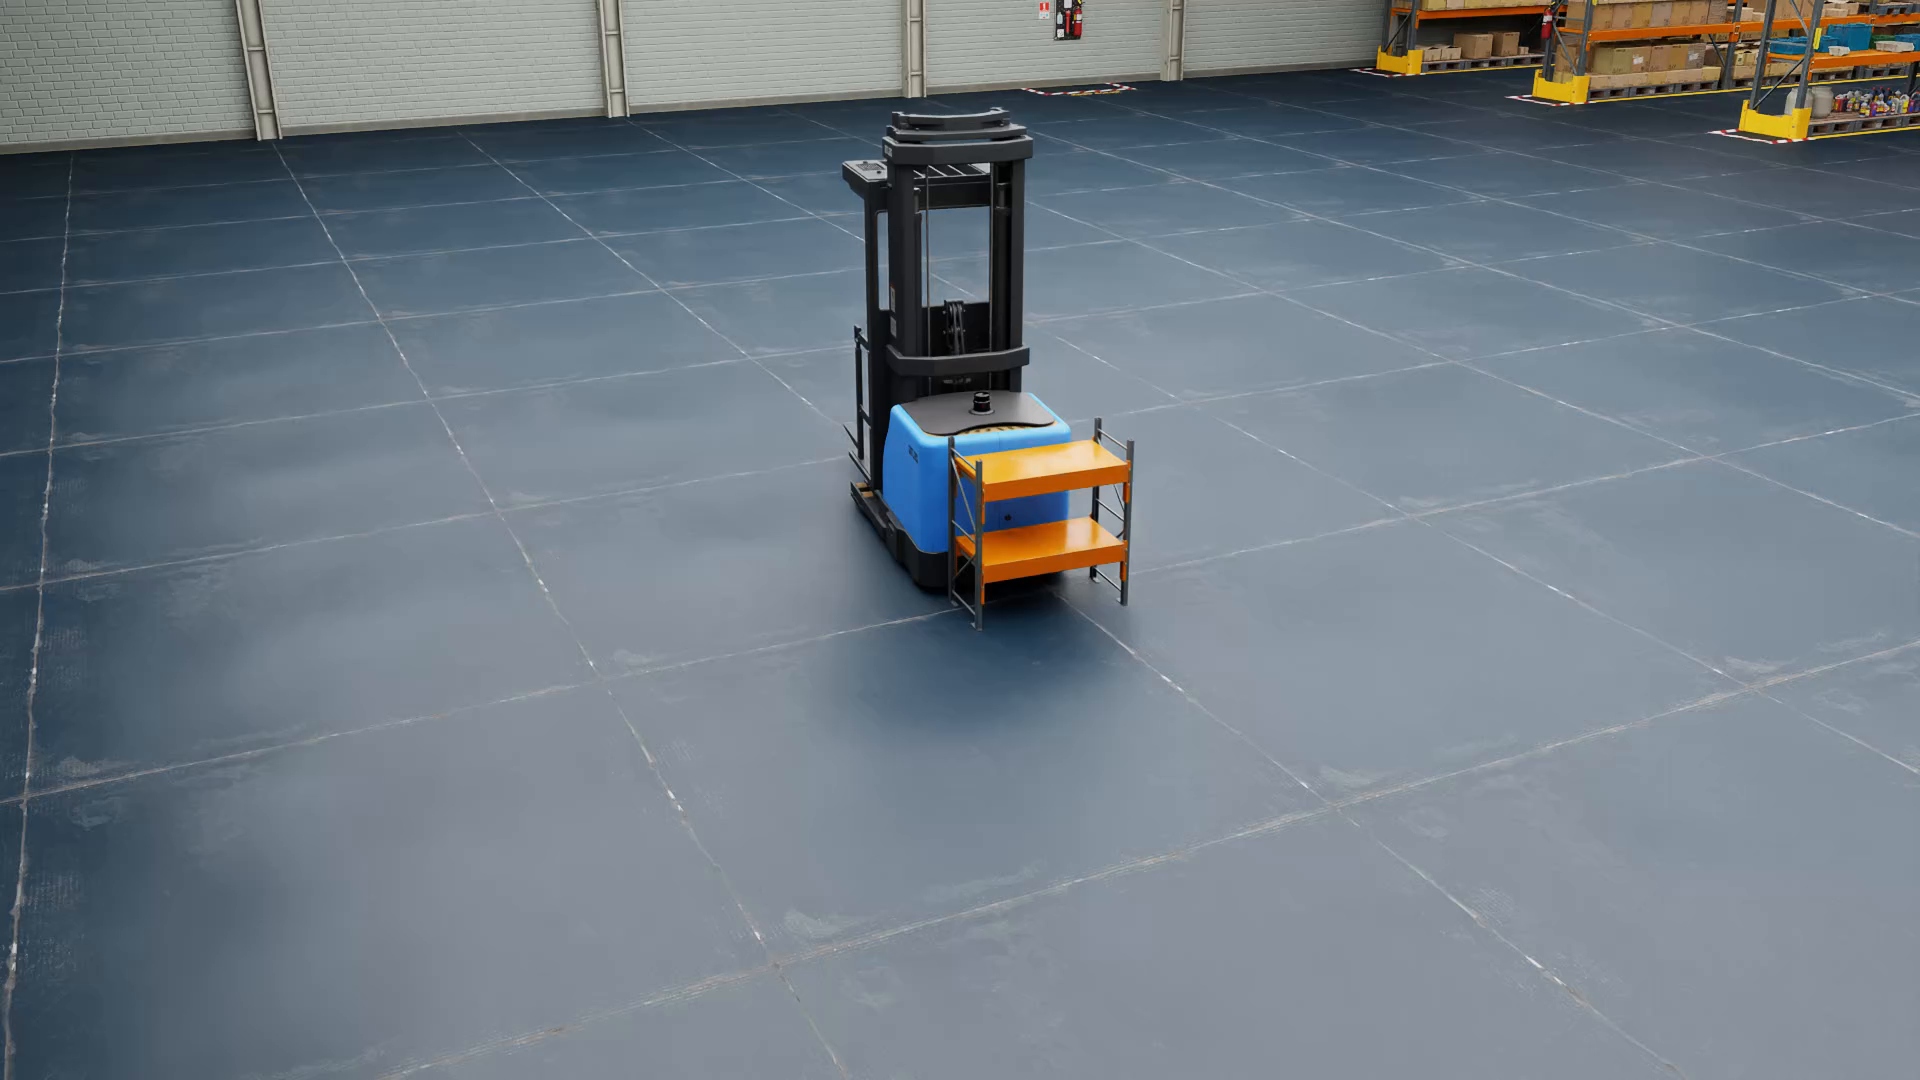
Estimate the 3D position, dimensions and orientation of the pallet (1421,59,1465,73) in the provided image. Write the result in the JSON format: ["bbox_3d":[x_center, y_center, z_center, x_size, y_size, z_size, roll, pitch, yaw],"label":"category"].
[{"bbox_3d":[10.464,-10.618,37.126,1.213,0.211,1.003,-10,25,-24],"label":"pallet"}]

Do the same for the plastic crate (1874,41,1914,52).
[{"bbox_3d":[16.196,-8.542,28.810,0.437,0.136,0.530,-10,25,-24],"label":"plastic crate"}]

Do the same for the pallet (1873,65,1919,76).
[{"bbox_3d":[20.795,-10.415,36.636,1.213,0.211,1.003,-10,25,-24],"label":"pallet"}]

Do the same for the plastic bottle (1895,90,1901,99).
[{"bbox_3d":[17.072,-8.062,30.296,0.097,0.271,0.097,0,22,0],"label":"plastic bottle"}]

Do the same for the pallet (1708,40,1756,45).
[{"bbox_3d":[18.697,-12.116,40.744,1.213,0.211,1.003,-10,25,-24],"label":"pallet"}]

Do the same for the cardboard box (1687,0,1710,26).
[{"bbox_3d":[14.534,-10.609,33.327,0.500,0.500,0.700,-11,25,-24],"label":"cardboard box"}]

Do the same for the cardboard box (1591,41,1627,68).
[{"bbox_3d":[13.049,-9.698,33.321,0.500,0.500,0.500,-10,25,-24],"label":"cardboard box"}]

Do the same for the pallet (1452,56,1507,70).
[{"bbox_3d":[11.562,-10.819,37.611,1.213,0.211,1.003,-10,25,-24],"label":"pallet"}]

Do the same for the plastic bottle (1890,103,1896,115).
[{"bbox_3d":[16.387,-7.585,29.236,0.097,0.201,0.097,0,22,0],"label":"plastic bottle"}]

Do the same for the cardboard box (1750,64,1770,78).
[{"bbox_3d":[16.336,-9.718,34.351,0.500,0.250,0.500,-10,24,-22],"label":"cardboard box"}]

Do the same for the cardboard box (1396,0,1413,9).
[{"bbox_3d":[9.985,-11.856,36.640,0.500,0.250,0.500,-10,25,-23],"label":"cardboard box"}]

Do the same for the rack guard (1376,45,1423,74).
[{"bbox_3d":[9.716,-10.629,36.775,0.348,0.500,1.175,-10,25,-24],"label":"rack guard"}]

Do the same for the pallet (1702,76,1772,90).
[{"bbox_3d":[16.051,-9.576,34.607,1.213,0.211,1.003,-10,25,-24],"label":"pallet"}]

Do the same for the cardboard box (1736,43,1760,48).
[{"bbox_3d":[16.561,-10.248,34.897,0.500,0.311,0.500,-11,25,-24],"label":"cardboard box"}]

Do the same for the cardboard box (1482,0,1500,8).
[{"bbox_3d":[11.605,-11.940,36.842,0.500,0.250,0.500,-10,25,-23],"label":"cardboard box"}]

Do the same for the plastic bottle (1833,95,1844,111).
[{"bbox_3d":[15.648,-7.790,29.634,0.135,0.276,0.152,-10,25,-23],"label":"plastic bottle"}]

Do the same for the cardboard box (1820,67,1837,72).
[{"bbox_3d":[18.177,-10.058,35.171,0.500,0.250,0.500,-11,25,-24],"label":"cardboard box"}]

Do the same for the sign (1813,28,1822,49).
[{"bbox_3d":[14.179,-8.295,27.505,0.005,0.325,0.100,-10,25,-24],"label":"sign"}]

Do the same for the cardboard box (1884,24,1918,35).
[{"bbox_3d":[20.718,-11.205,36.610,0.500,0.250,0.500,-11,25,-25],"label":"cardboard box"}]

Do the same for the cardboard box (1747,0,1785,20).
[{"bbox_3d":[16.578,-10.984,34.233,0.500,0.500,0.500,-9,24,-20],"label":"cardboard box"}]

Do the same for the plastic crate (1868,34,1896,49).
[{"bbox_3d":[16.203,-8.795,29.353,0.662,0.188,0.450,-10,25,-24],"label":"plastic crate"}]

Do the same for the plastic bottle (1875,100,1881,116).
[{"bbox_3d":[16.022,-7.550,29.060,0.097,0.271,0.097,0,22,0],"label":"plastic bottle"}]

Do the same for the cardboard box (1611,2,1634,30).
[{"bbox_3d":[12.697,-10.273,32.515,0.500,0.500,0.700,-10,24,-22],"label":"cardboard box"}]

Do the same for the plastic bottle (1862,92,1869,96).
[{"bbox_3d":[16.305,-7.934,29.971,0.133,0.283,0.061,-9,24,-21],"label":"plastic bottle"}]

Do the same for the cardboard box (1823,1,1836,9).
[{"bbox_3d":[18.118,-11.269,35.169,0.500,0.311,0.500,-11,25,-24],"label":"cardboard box"}]

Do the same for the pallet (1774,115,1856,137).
[{"bbox_3d":[14.727,-7.231,28.942,1.213,0.211,1.003,-10,25,-24],"label":"pallet"}]

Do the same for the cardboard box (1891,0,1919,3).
[{"bbox_3d":[20.434,-11.862,35.804,0.500,0.500,0.700,-6,23,-14],"label":"cardboard box"}]

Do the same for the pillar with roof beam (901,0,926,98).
[{"bbox_3d":[0.958,-11.484,27.727,0.400,9.000,9.100,-10,25,-24],"label":"pillar with roof beam"}]

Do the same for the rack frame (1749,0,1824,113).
[{"bbox_3d":[13.945,-8.357,28.018,0.127,3.000,1.000,-10,25,-24],"label":"rack frame"}]

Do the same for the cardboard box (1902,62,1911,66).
[{"bbox_3d":[20.466,-10.588,36.099,0.500,0.500,0.500,-11,25,-24],"label":"cardboard box"}]

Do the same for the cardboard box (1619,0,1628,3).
[{"bbox_3d":[12.709,-10.488,32.185,0.250,0.149,0.380,-10,25,-23],"label":"cardboard box"}]

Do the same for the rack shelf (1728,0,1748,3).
[{"bbox_3d":[18.659,-13.098,40.411,4.000,0.370,1.077,-10,25,-24],"label":"rack shelf"}]

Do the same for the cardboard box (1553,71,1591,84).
[{"bbox_3d":[12.155,-9.179,33.050,0.500,0.250,0.500,-10,25,-24],"label":"cardboard box"}]

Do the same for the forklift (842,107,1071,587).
[{"bbox_3d":[-0.180,-1.583,11.741,1.130,2.935,3.031,-7,23,-15],"label":"forklift"}]

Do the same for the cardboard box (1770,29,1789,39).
[{"bbox_3d":[19.931,-12.810,41.037,0.750,0.750,0.750,-10,25,-23],"label":"cardboard box"}]

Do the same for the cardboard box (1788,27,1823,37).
[{"bbox_3d":[21.179,-12.890,41.687,0.500,0.500,0.700,-10,25,-23],"label":"cardboard box"}]

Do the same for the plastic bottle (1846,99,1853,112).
[{"bbox_3d":[15.844,-7.739,29.607,0.097,0.201,0.097,0,22,0],"label":"plastic bottle"}]

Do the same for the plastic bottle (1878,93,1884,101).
[{"bbox_3d":[16.563,-7.907,29.922,0.097,0.271,0.097,0,22,0],"label":"plastic bottle"}]

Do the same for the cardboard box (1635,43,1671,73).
[{"bbox_3d":[13.732,-9.595,33.074,0.500,0.500,0.500,-10,25,-24],"label":"cardboard box"}]

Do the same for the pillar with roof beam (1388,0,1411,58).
[{"bbox_3d":[11.771,-13.474,32.535,0.400,9.000,9.100,-10,25,-24],"label":"pillar with roof beam"}]

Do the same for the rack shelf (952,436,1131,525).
[{"bbox_3d":[0.502,-0.383,10.440,1.000,0.278,0.538,-9,24,-20],"label":"rack shelf"}]

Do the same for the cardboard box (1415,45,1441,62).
[{"bbox_3d":[10.310,-10.816,36.899,0.500,0.311,0.500,-14,26,-30],"label":"cardboard box"}]

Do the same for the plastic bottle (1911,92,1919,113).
[{"bbox_3d":[16.921,-7.762,29.469,0.185,0.351,0.144,-12,25,-26],"label":"plastic bottle"}]

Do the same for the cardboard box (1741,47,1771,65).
[{"bbox_3d":[16.338,-9.975,34.239,0.500,0.311,0.500,-11,25,-24],"label":"cardboard box"}]

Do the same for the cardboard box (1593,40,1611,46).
[{"bbox_3d":[14.829,-11.785,38.991,0.500,0.500,0.700,-10,25,-23],"label":"cardboard box"}]

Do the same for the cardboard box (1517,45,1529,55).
[{"bbox_3d":[12.783,-11.230,38.087,0.250,0.166,0.380,-14,26,-30],"label":"cardboard box"}]

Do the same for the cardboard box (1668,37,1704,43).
[{"bbox_3d":[14.850,-10.030,34.123,0.500,0.500,0.500,-10,25,-24],"label":"cardboard box"}]

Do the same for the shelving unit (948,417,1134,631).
[{"bbox_3d":[0.502,-0.113,10.552,1.048,1.125,0.538,-9,24,-20],"label":"shelving unit"}]

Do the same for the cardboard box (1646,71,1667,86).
[{"bbox_3d":[13.732,-9.249,33.218,0.500,0.250,0.500,-10,25,-24],"label":"cardboard box"}]

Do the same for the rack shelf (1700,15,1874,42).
[{"bbox_3d":[17.206,-10.728,34.685,4.000,0.370,1.077,-10,25,-24],"label":"rack shelf"}]

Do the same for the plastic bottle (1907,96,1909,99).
[{"bbox_3d":[16.834,-7.775,29.596,0.135,0.276,0.152,-10,25,-24],"label":"plastic bottle"}]
